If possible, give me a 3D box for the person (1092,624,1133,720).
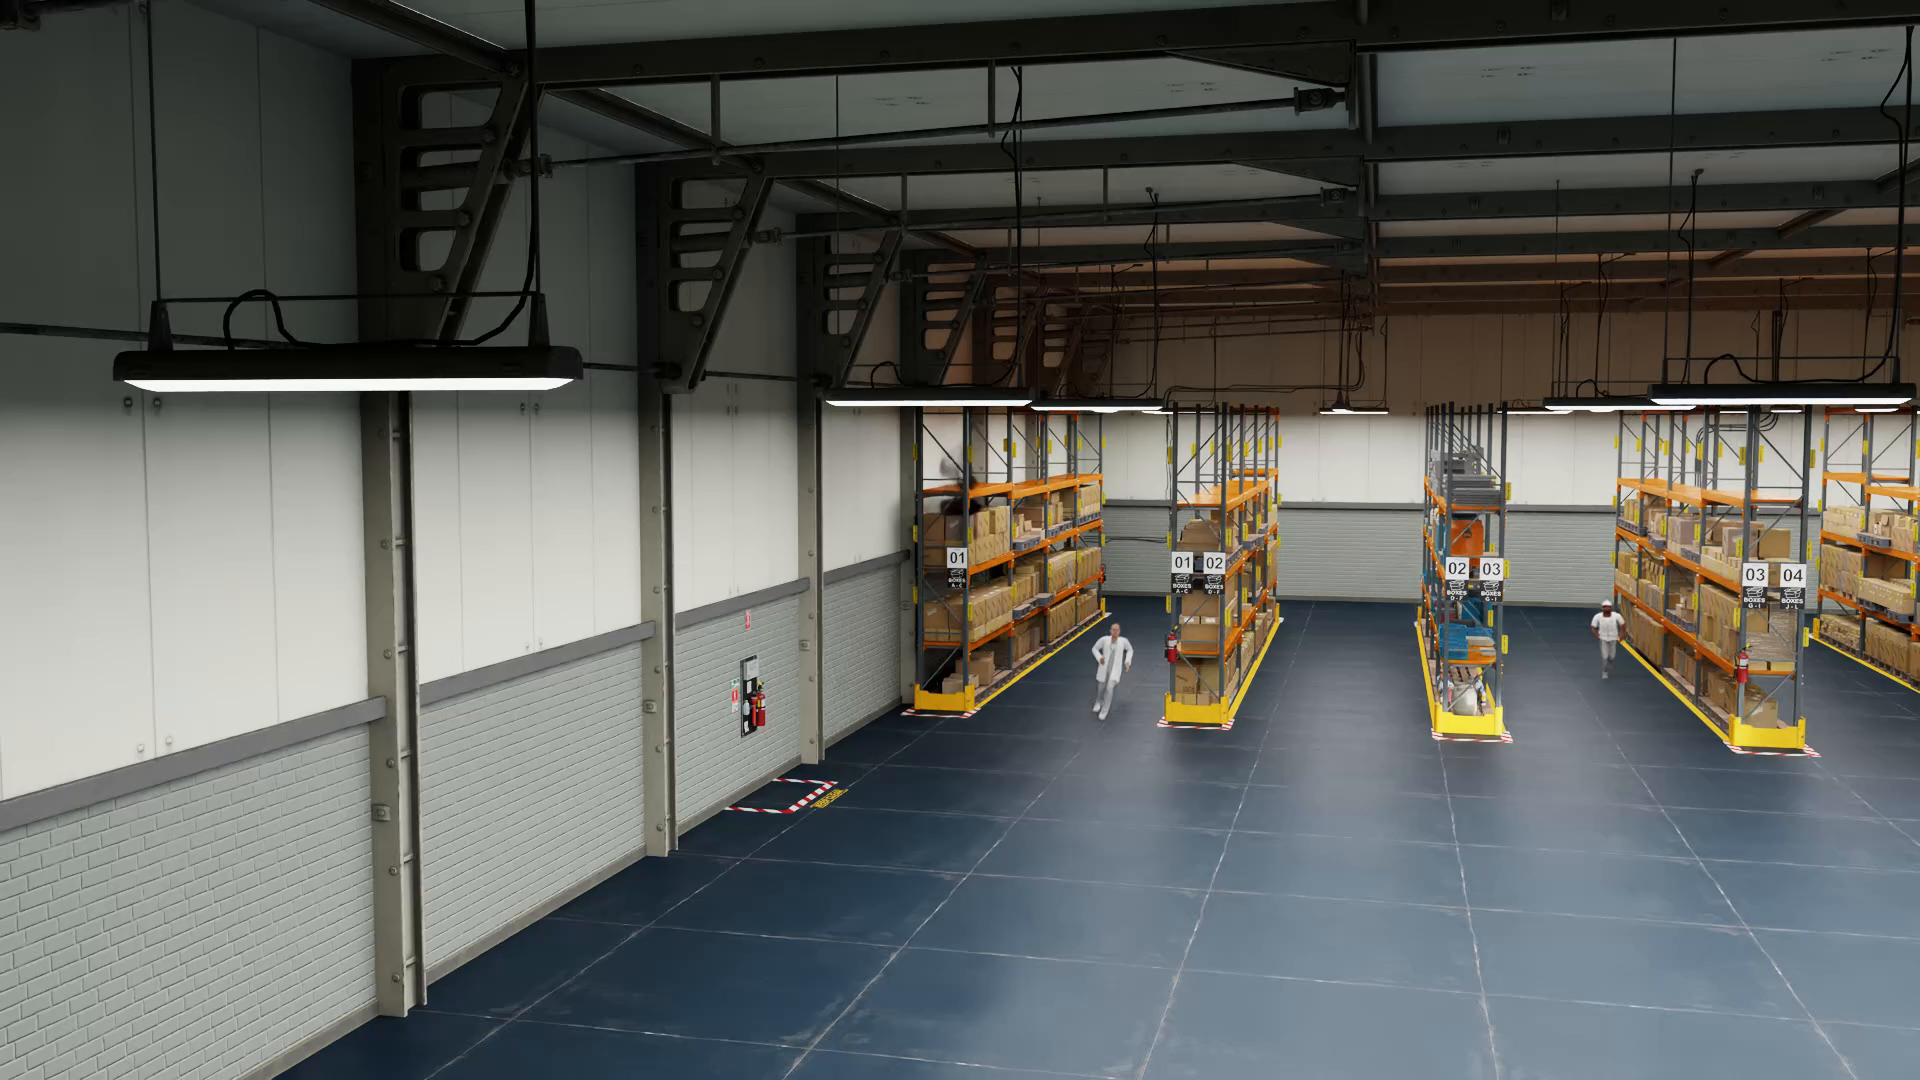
[{"bbox_3d":[2.895,2.486,31.783,0.765,1.762,1.036,1,4,11],"label":"person"}]

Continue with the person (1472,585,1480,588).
[{"bbox_3d":[14.756,1.378,47.548,0.916,1.731,0.601,2,5,27],"label":"person"}]

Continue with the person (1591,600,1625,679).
[{"bbox_3d":[14.179,2.179,36.402,0.714,1.730,0.661,2,4,20],"label":"person"}]
